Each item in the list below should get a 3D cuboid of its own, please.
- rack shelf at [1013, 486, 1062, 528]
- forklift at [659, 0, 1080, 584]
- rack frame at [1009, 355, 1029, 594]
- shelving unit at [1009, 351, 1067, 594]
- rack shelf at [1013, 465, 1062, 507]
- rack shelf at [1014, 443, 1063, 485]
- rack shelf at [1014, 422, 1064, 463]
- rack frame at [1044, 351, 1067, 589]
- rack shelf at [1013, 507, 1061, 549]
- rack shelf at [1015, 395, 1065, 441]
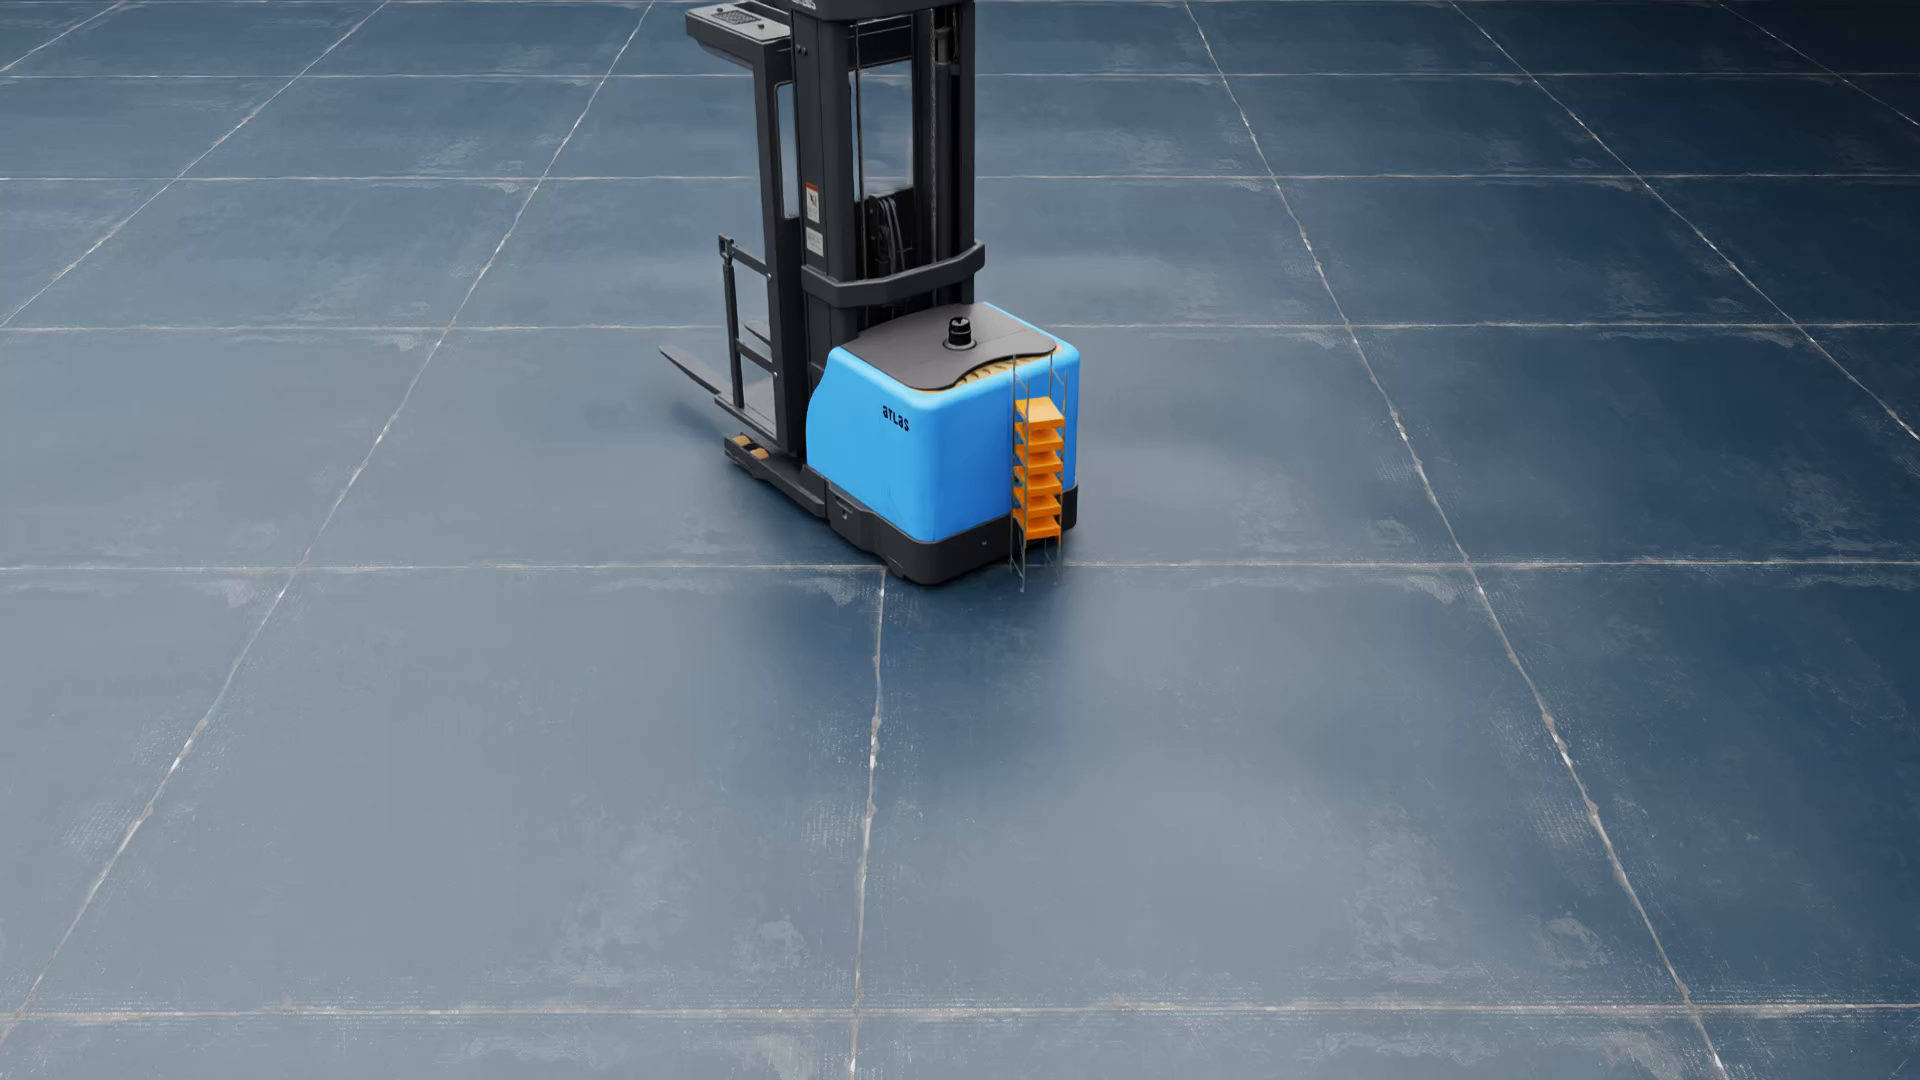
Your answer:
[{"bbox_3d":[0.375,-0.174,8.197,0.180,0.103,0.258,-8,32,-13],"label":"rack shelf"},{"bbox_3d":[-0.680,-1.738,8.789,1.130,2.935,3.031,-22,37,-31],"label":"forklift"},{"bbox_3d":[0.287,-0.302,8.092,0.006,1.200,0.240,-8,32,-13],"label":"rack frame"},{"bbox_3d":[0.375,-0.315,8.112,0.189,1.200,0.258,-8,32,-13],"label":"shelving unit"},{"bbox_3d":[0.375,-0.277,8.135,0.180,0.103,0.258,-8,32,-13],"label":"rack shelf"},{"bbox_3d":[0.375,-0.379,8.073,0.180,0.103,0.258,-8,32,-13],"label":"rack shelf"},{"bbox_3d":[0.375,-0.482,8.011,0.180,0.103,0.258,-8,32,-13],"label":"rack shelf"},{"bbox_3d":[0.464,-0.327,8.133,0.006,1.200,0.240,-8,32,-13],"label":"rack frame"},{"bbox_3d":[0.375,-0.072,8.260,0.180,0.103,0.258,-8,32,-13],"label":"rack shelf"},{"bbox_3d":[0.375,-0.585,7.948,0.180,0.103,0.258,-8,32,-13],"label":"rack shelf"}]
